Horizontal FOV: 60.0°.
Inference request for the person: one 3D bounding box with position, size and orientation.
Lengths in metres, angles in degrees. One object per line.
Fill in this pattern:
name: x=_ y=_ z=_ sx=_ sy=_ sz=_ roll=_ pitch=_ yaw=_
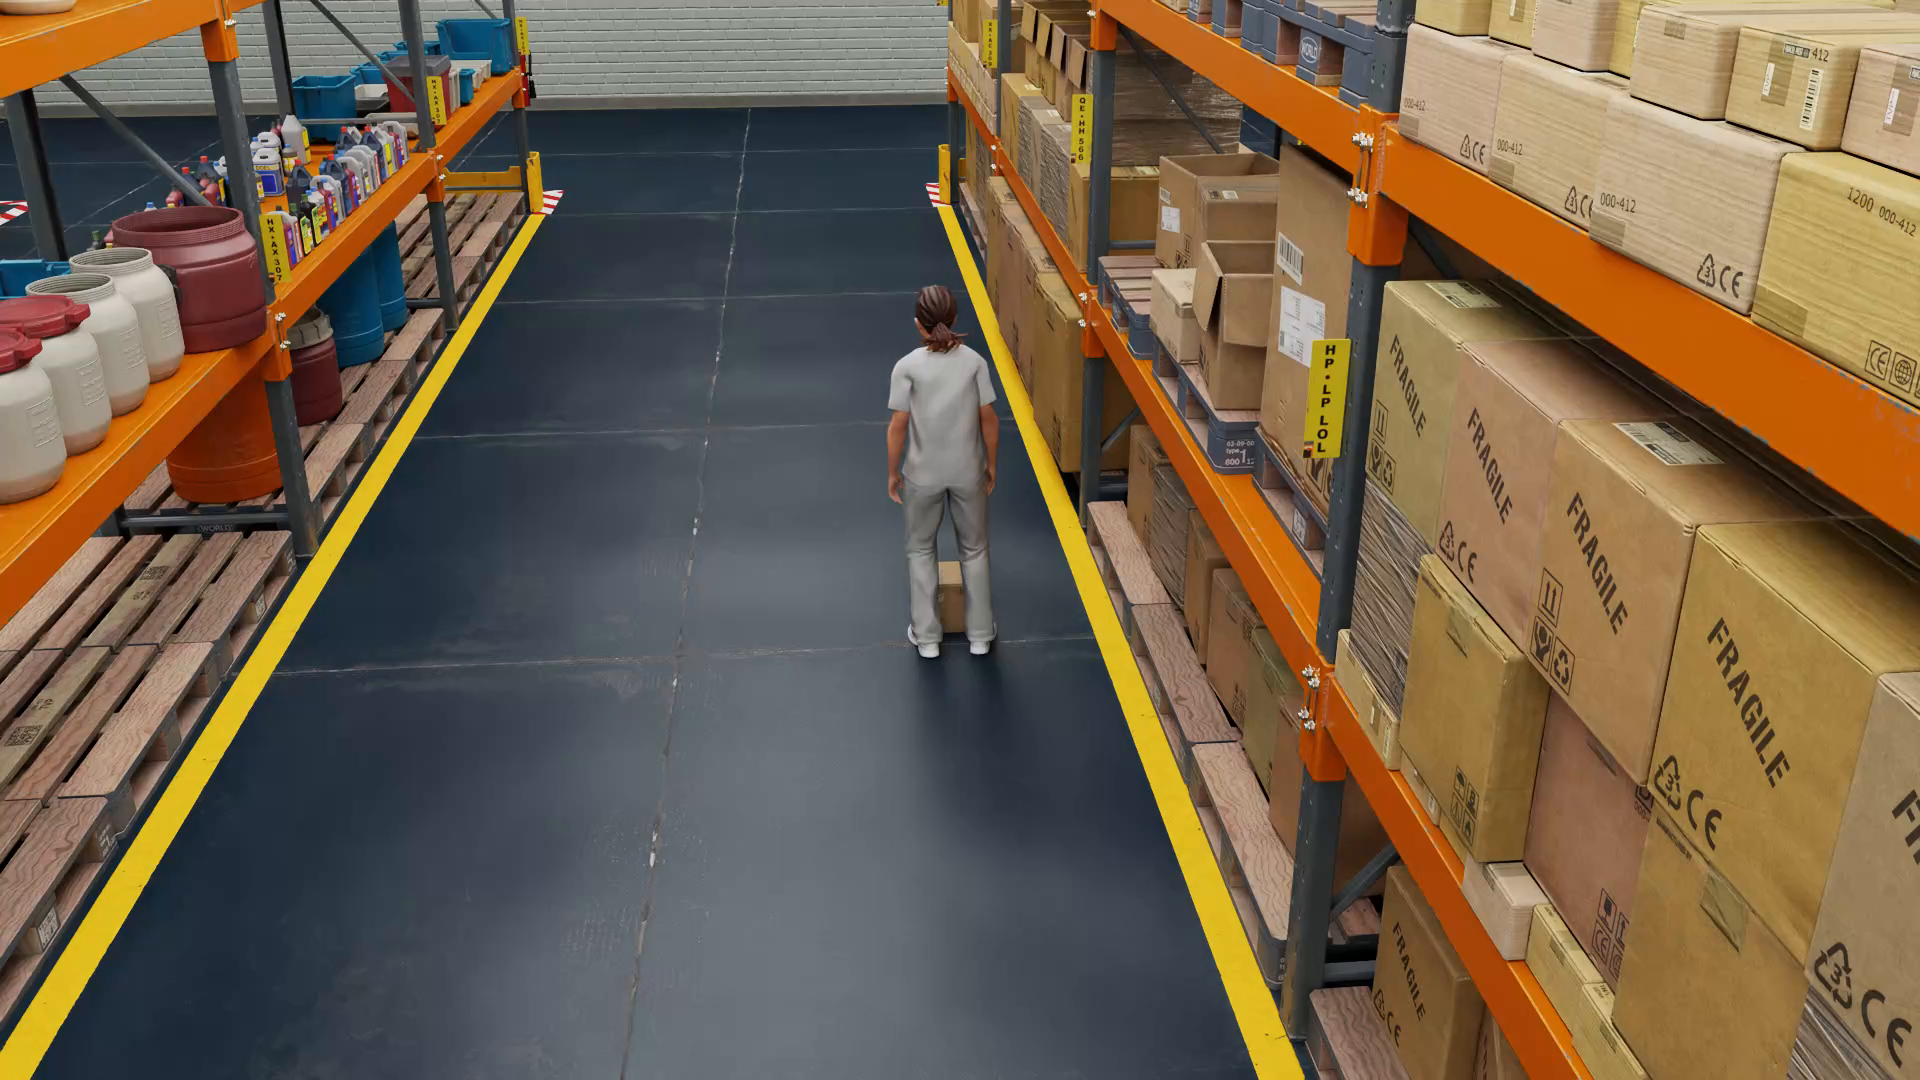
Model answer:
person: x=-0.067 y=-0.283 z=7.244 sx=0.512 sy=1.671 sz=0.363 roll=-4 pitch=24 yaw=-8
